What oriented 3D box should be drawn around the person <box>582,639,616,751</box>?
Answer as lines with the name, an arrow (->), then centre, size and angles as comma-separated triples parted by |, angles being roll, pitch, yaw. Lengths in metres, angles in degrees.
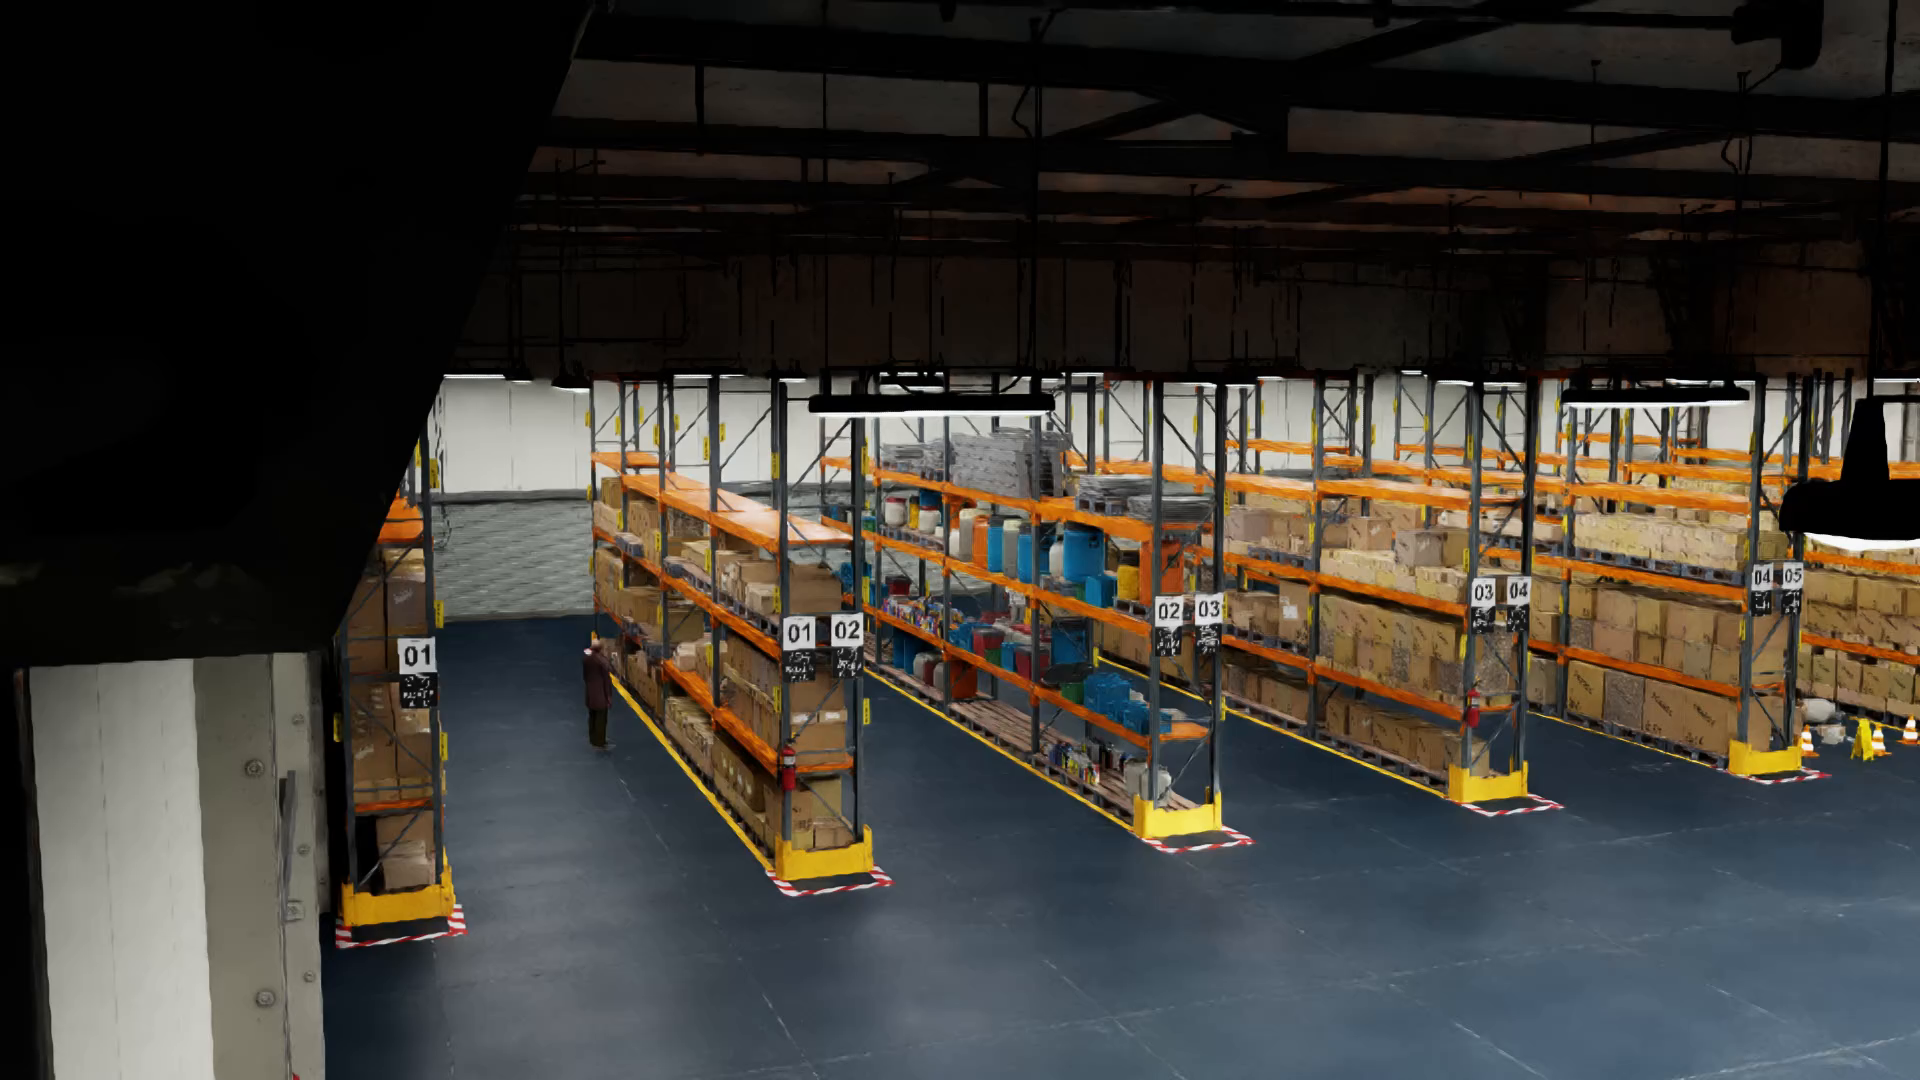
person -> -5.765, 2.459, 26.654 | 0.638, 1.785, 0.514 | 5, 8, 38

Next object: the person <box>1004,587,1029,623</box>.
person -> 1.253, 1.426, 36.798 | 0.592, 1.629, 0.526 | -3, 7, -22
